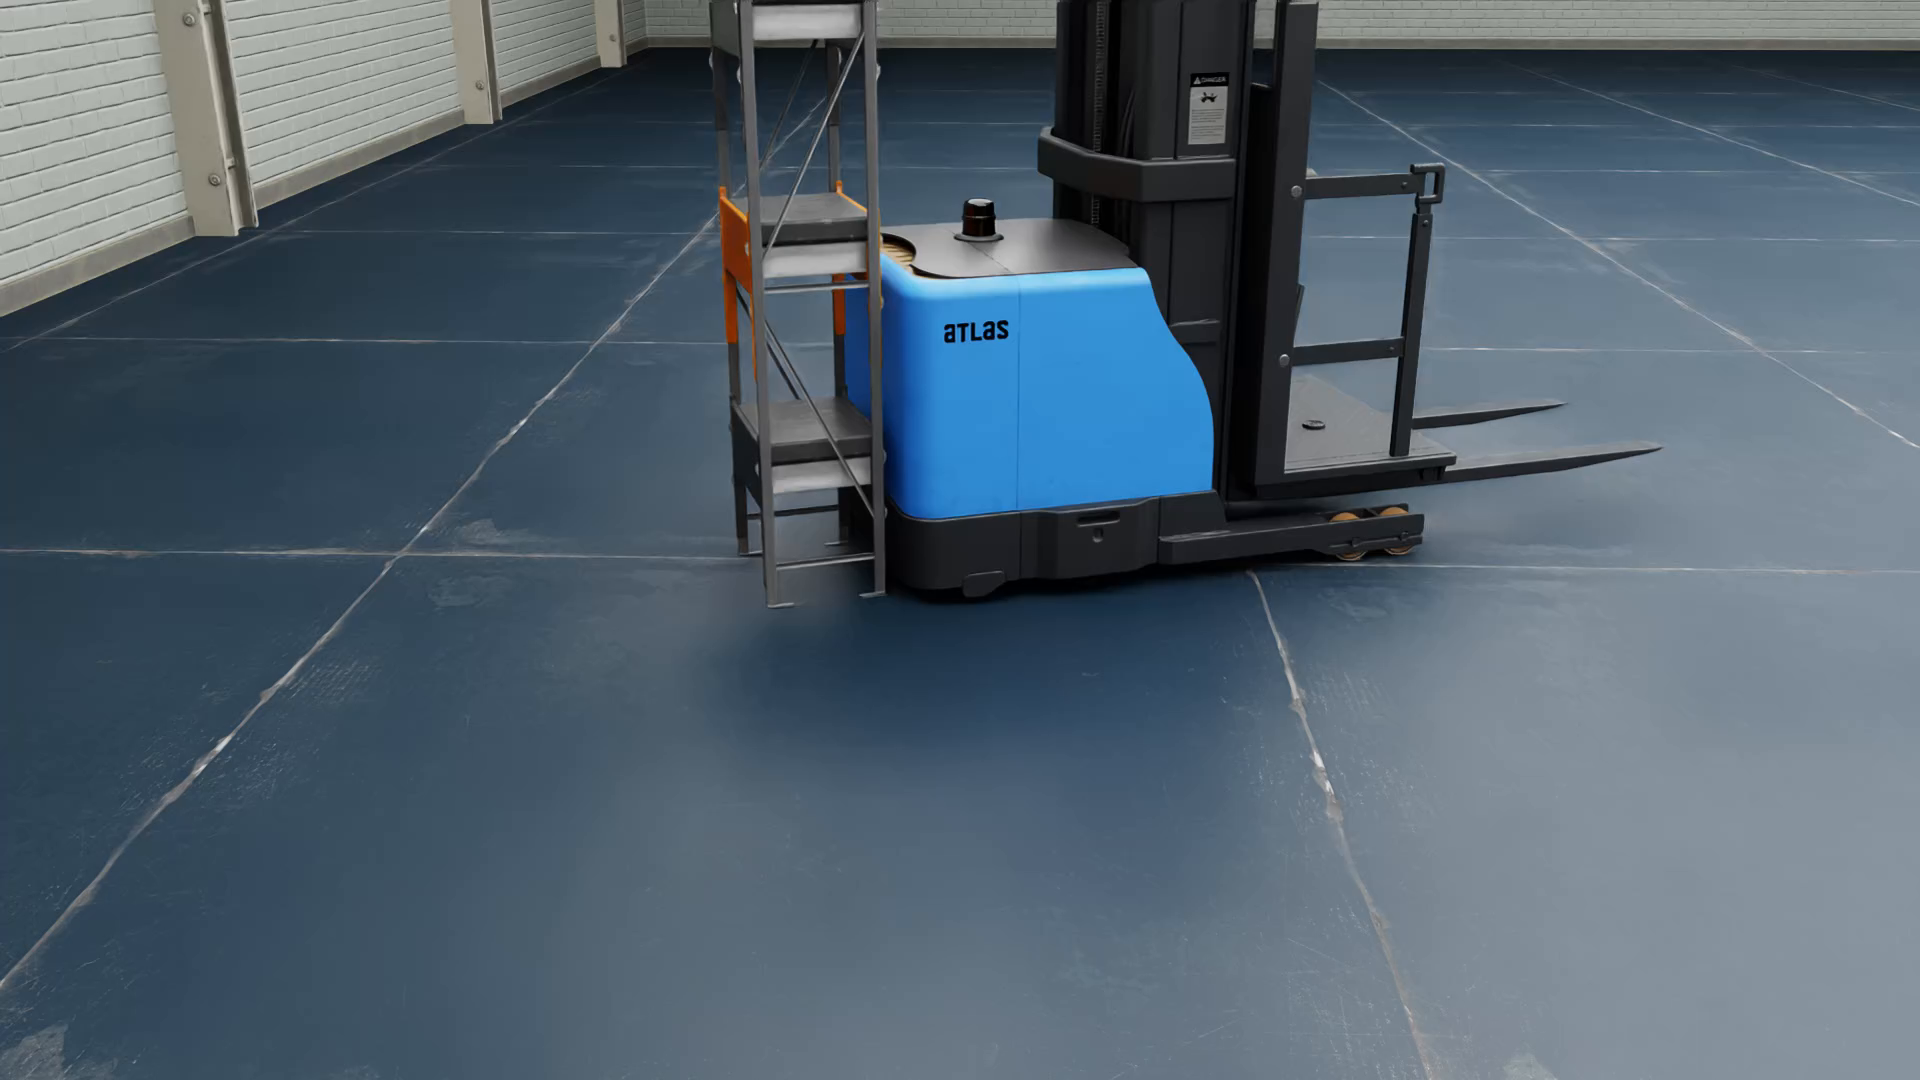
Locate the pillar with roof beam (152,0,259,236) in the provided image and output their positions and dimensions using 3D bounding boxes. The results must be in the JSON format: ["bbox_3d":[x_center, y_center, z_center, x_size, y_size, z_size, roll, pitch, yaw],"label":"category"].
[{"bbox_3d":[-0.812,-6.302,9.832,9.100,9.000,0.400,1,21,2],"label":"pillar with roof beam"}]

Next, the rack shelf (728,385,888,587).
[{"bbox_3d":[-0.516,-0.192,5.594,0.431,0.518,0.480,-7,22,-17],"label":"rack shelf"}]

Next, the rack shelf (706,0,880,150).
[{"bbox_3d":[-0.516,-1.497,5.088,0.431,0.518,0.480,-7,22,-17],"label":"rack shelf"}]

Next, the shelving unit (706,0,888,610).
[{"bbox_3d":[-0.516,-0.857,5.336,0.431,2.100,0.503,-7,22,-17],"label":"shelving unit"}]

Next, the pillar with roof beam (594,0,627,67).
[{"bbox_3d":[-0.447,-10.641,21.014,9.100,9.000,0.400,1,21,2],"label":"pillar with roof beam"}]

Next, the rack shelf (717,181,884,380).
[{"bbox_3d":[-0.516,-0.845,5.341,0.431,0.518,0.480,-7,22,-17],"label":"rack shelf"}]

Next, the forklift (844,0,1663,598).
[{"bbox_3d":[1.131,-1.468,5.760,3.031,2.935,1.130,-6,22,-16],"label":"forklift"}]

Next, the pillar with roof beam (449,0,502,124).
[{"bbox_3d":[-0.630,-8.472,15.423,9.100,9.000,0.400,1,21,2],"label":"pillar with roof beam"}]

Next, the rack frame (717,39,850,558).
[{"bbox_3d":[-0.590,-0.941,5.552,0.400,2.100,0.015,-7,22,-17],"label":"rack frame"}]

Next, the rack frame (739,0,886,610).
[{"bbox_3d":[-0.441,-0.773,5.119,0.400,2.100,0.015,-7,22,-17],"label":"rack frame"}]
